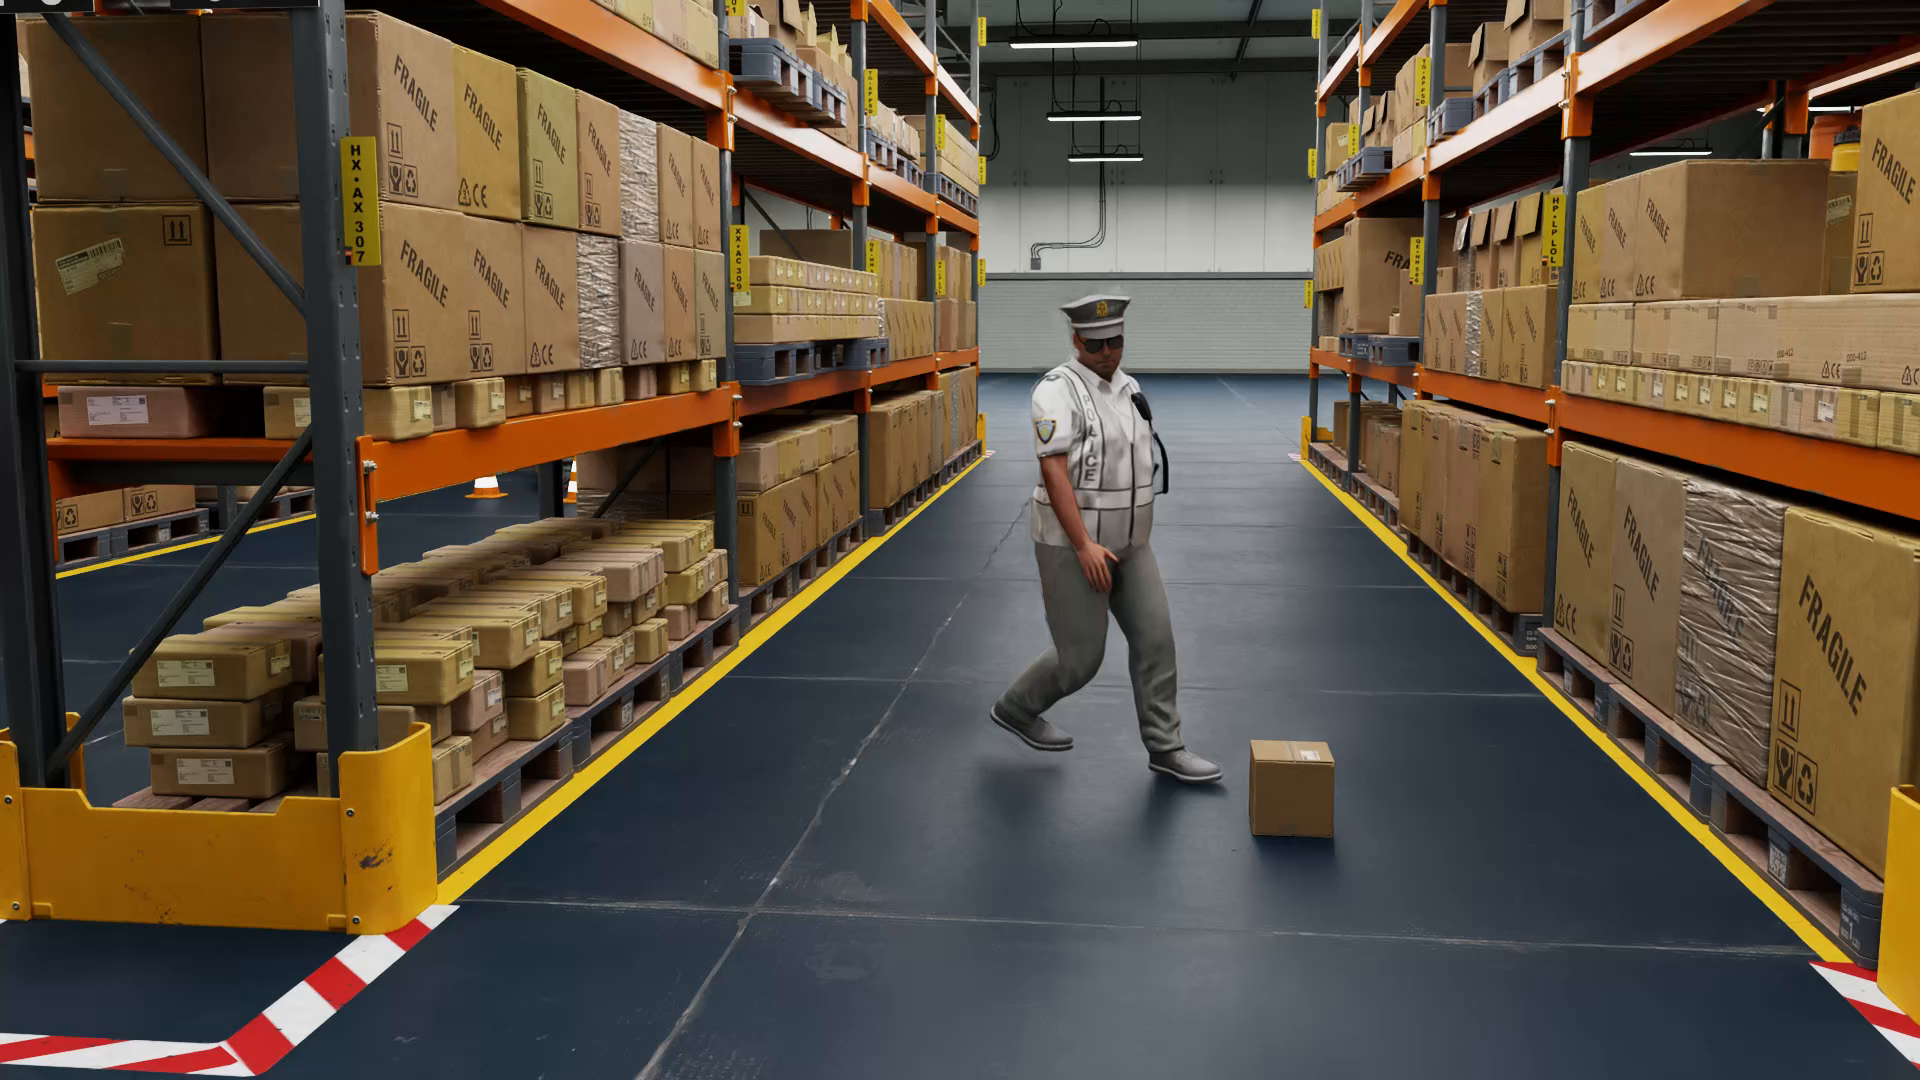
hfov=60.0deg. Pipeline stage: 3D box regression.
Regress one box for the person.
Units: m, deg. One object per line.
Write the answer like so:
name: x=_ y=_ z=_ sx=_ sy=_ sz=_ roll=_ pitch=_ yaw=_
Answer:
person: x=0.479 y=-0.001 z=5.851 sx=0.606 sy=1.708 sz=0.788 roll=-6 pitch=9 yaw=-37
